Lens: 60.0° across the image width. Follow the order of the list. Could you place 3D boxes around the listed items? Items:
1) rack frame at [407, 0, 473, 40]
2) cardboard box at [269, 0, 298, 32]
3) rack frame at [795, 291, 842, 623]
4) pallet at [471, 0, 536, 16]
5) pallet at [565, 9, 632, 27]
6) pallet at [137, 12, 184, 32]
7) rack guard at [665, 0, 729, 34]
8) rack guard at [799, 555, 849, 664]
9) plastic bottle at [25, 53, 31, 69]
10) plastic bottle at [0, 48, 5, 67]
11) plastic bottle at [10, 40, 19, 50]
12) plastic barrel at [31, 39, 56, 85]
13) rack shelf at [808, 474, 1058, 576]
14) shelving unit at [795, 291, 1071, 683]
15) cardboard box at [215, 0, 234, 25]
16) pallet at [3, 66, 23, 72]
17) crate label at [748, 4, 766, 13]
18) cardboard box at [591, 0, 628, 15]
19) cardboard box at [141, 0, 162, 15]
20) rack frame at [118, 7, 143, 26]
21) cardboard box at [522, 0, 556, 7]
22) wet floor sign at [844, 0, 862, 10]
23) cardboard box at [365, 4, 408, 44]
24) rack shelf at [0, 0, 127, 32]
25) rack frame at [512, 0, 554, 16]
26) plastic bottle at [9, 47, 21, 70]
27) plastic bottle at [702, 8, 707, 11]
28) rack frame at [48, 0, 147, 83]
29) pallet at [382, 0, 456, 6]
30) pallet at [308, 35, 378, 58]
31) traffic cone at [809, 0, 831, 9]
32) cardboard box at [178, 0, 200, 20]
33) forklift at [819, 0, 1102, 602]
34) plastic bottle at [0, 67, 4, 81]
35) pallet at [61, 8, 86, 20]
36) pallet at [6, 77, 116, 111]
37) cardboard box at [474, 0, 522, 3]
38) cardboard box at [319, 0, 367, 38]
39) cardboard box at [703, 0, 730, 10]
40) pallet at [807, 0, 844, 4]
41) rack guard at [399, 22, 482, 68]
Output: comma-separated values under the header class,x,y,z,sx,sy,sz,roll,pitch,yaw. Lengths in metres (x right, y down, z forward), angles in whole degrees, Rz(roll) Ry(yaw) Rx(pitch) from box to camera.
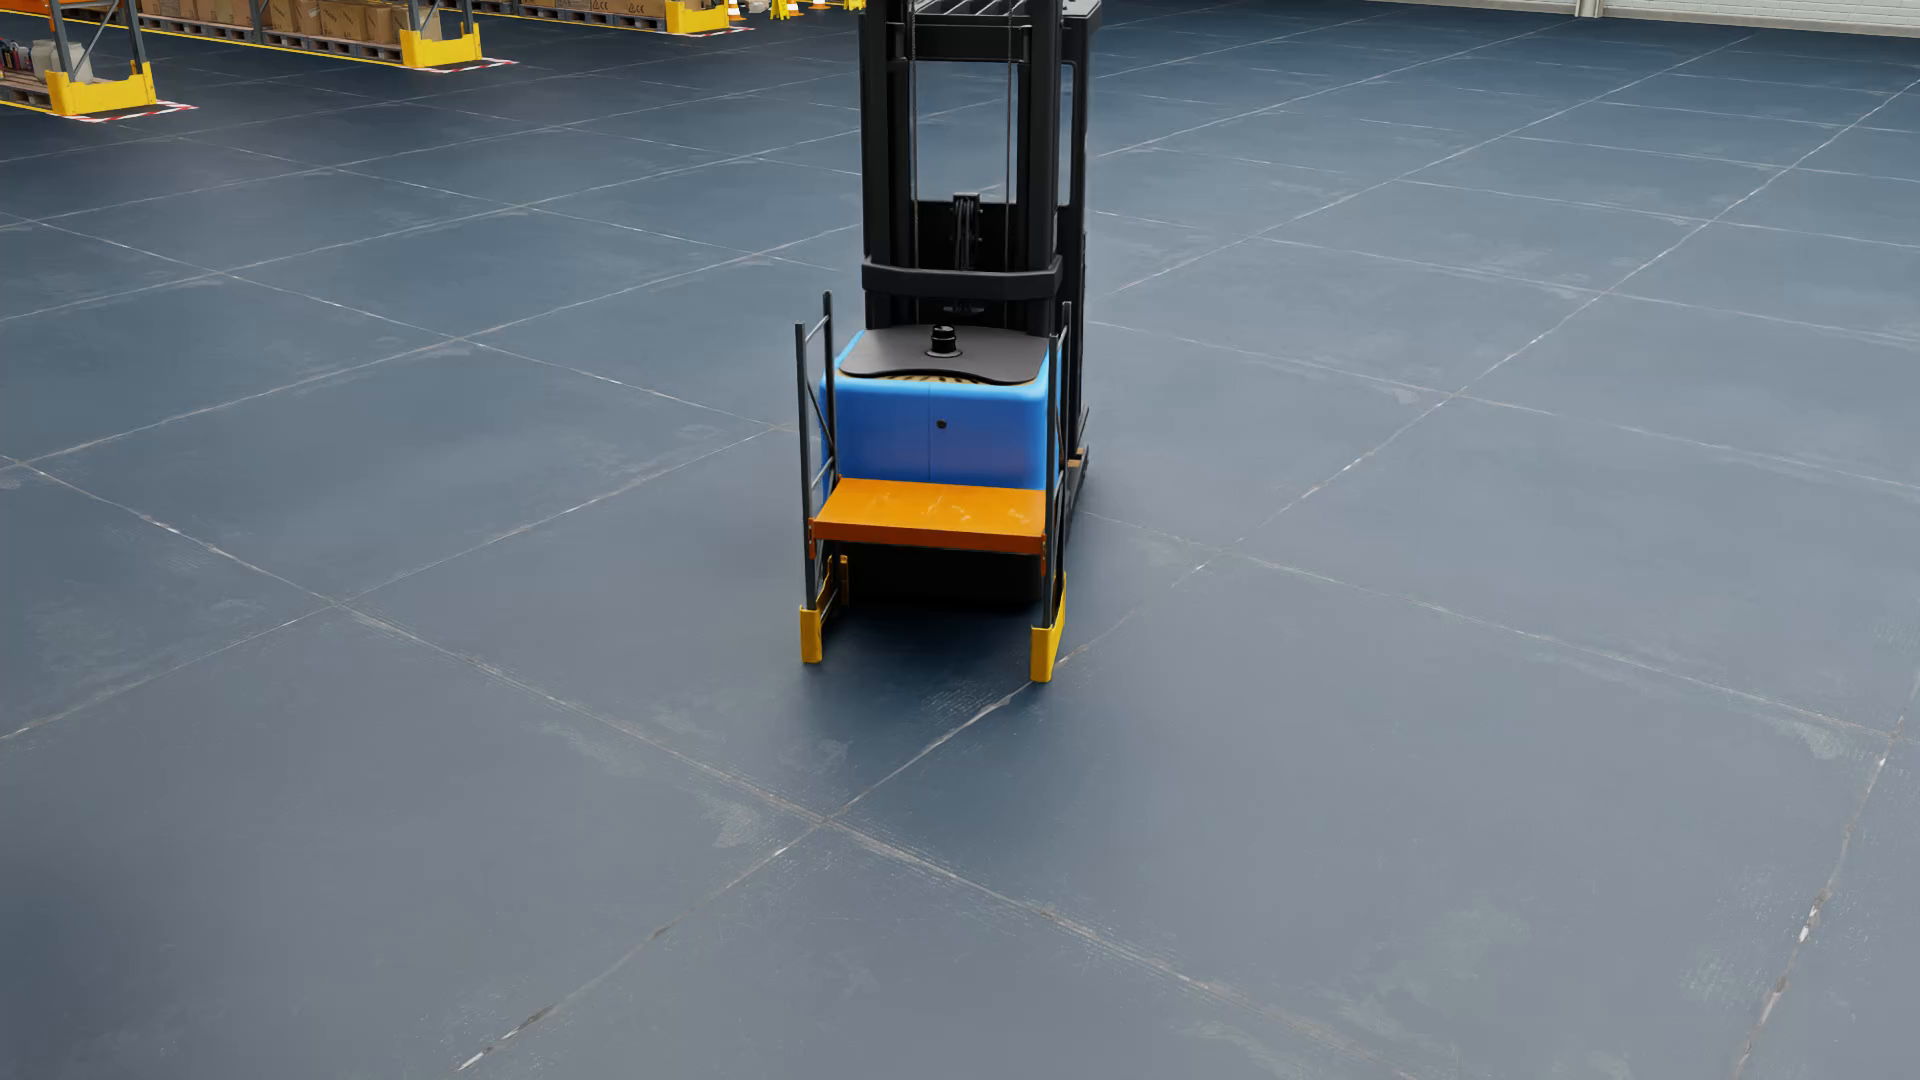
class,x,y,z,sx,sy,sz,roll,pitch,yaw
rack frame,-7.407,-8.260,23.400,0.127,3.000,1.000,17,29,33
cardboard box,-10.312,-8.166,25.766,0.500,0.500,0.500,16,28,32
rack frame,-0.599,-0.271,7.129,0.032,1.500,0.500,4,24,9
pallet,-8.215,-9.689,30.102,1.213,0.211,1.003,17,29,33
pallet,-6.011,-9.023,28.590,1.213,0.211,1.003,17,29,33
pallet,-13.185,-8.729,27.923,1.213,0.211,1.003,17,29,33
rack guard,-4.333,-8.686,27.467,0.348,0.500,1.175,17,29,33
rack guard,-0.598,0.301,7.381,0.087,0.250,0.587,4,24,9
plastic bottle,-12.240,-6.303,21.882,0.097,0.201,0.097,0,24,0
plastic bottle,-12.806,-6.421,22.059,0.135,0.276,0.152,17,29,33
plastic bottle,-12.478,-6.431,21.989,0.185,0.351,0.144,17,29,33
plastic barrel,-11.351,-5.971,20.770,0.421,0.512,0.421,0,24,0
rack shelf,-0.098,-0.072,7.123,1.000,0.185,0.538,4,24,9
shelving unit,-0.107,-0.237,7.052,1.083,1.500,0.587,4,24,9
cardboard box,-11.457,-8.562,26.639,0.500,0.500,0.700,17,29,33
pallet,-13.066,-6.177,22.132,1.213,0.211,1.003,17,29,33
crate label,-3.642,-9.565,29.912,0.298,0.136,0.250,3,24,6
cardboard box,-5.639,-9.411,28.125,0.875,0.875,0.875,16,29,32
cardboard box,-13.261,-9.096,27.853,0.500,0.500,0.700,15,28,31
rack frame,-13.809,-10.195,27.791,0.127,3.000,1.000,17,29,33
cardboard box,-7.091,-9.848,29.119,0.875,0.875,0.875,17,29,34
wet floor sign,-1.954,-9.989,30.244,0.267,0.644,0.232,-15,28,-30
cardboard box,-8.396,-7.598,24.477,0.500,0.500,0.500,-17,29,-34
rack shelf,-11.978,-6.816,21.016,4.000,0.370,1.077,17,29,33
rack frame,-7.553,-10.803,29.172,0.127,3.000,1.000,17,29,33
plastic bottle,-12.414,-6.325,21.832,0.133,0.283,0.061,17,29,33
plastic bottle,-4.703,-9.535,29.939,0.283,0.061,0.133,7,25,15
rack frame,-10.378,-6.662,19.773,0.127,3.000,1.000,17,29,33
pallet,-10.168,-10.279,31.442,1.213,0.211,1.003,17,29,33
pallet,-9.069,-7.505,25.146,1.213,0.211,1.003,17,29,33
traffic cone,-2.582,-9.984,30.460,0.334,0.463,0.336,17,29,33
cardboard box,-12.351,-8.832,27.252,0.500,0.500,0.700,20,31,38
forklift,0.106,-1.624,8.425,1.130,2.935,3.031,4,24,8
plastic bottle,-12.110,-5.885,20.936,0.097,0.201,0.097,0,24,0
pallet,-15.367,-9.429,29.511,1.213,0.211,1.003,17,29,33
pallet,-11.114,-5.587,20.792,1.213,0.211,1.003,17,29,33
cardboard box,-8.103,-10.087,29.816,0.750,0.750,1.050,17,29,33
cardboard box,-9.305,-7.905,25.174,0.500,0.500,0.500,14,27,29
cardboard box,-4.388,-9.923,30.270,0.637,0.503,0.797,-1,24,-3
pallet,-2.154,-10.408,31.732,1.213,0.211,1.003,17,29,33
rack guard,-7.468,-7.135,23.946,0.348,0.500,1.175,17,29,33
